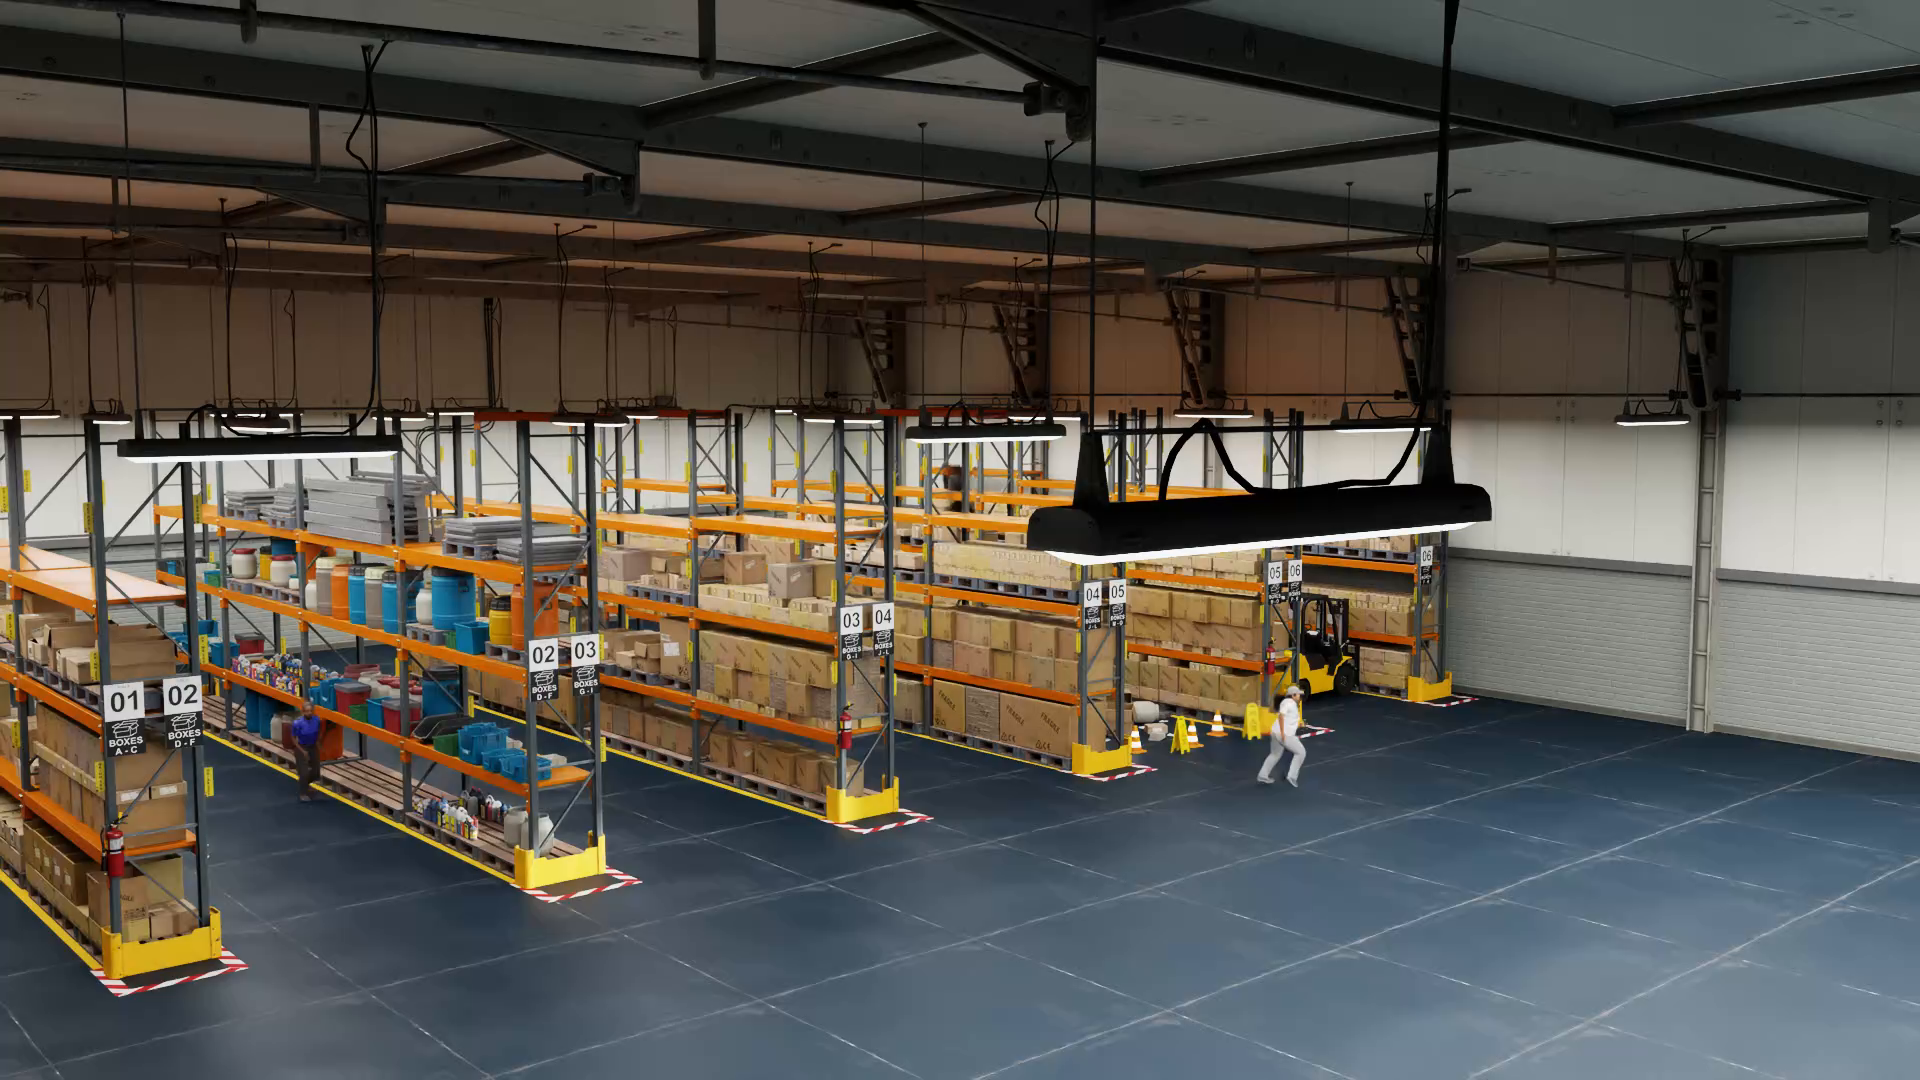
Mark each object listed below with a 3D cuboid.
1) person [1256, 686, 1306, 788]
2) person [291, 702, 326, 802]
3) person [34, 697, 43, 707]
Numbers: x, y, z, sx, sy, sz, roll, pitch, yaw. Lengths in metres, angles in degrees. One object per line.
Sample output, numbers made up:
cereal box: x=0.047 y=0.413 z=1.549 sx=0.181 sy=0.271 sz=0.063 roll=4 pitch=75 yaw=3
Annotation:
person: x=5.222 y=3.183 z=26.808 sx=0.829 sy=1.672 sz=0.560 roll=0 pitch=5 yaw=-5
person: x=-10.200 y=3.283 z=25.895 sx=0.715 sy=1.577 sz=0.558 roll=4 pitch=7 yaw=40
person: x=-15.997 y=2.909 z=29.295 sx=0.705 sy=1.714 sz=0.670 roll=3 pitch=6 yaw=34
